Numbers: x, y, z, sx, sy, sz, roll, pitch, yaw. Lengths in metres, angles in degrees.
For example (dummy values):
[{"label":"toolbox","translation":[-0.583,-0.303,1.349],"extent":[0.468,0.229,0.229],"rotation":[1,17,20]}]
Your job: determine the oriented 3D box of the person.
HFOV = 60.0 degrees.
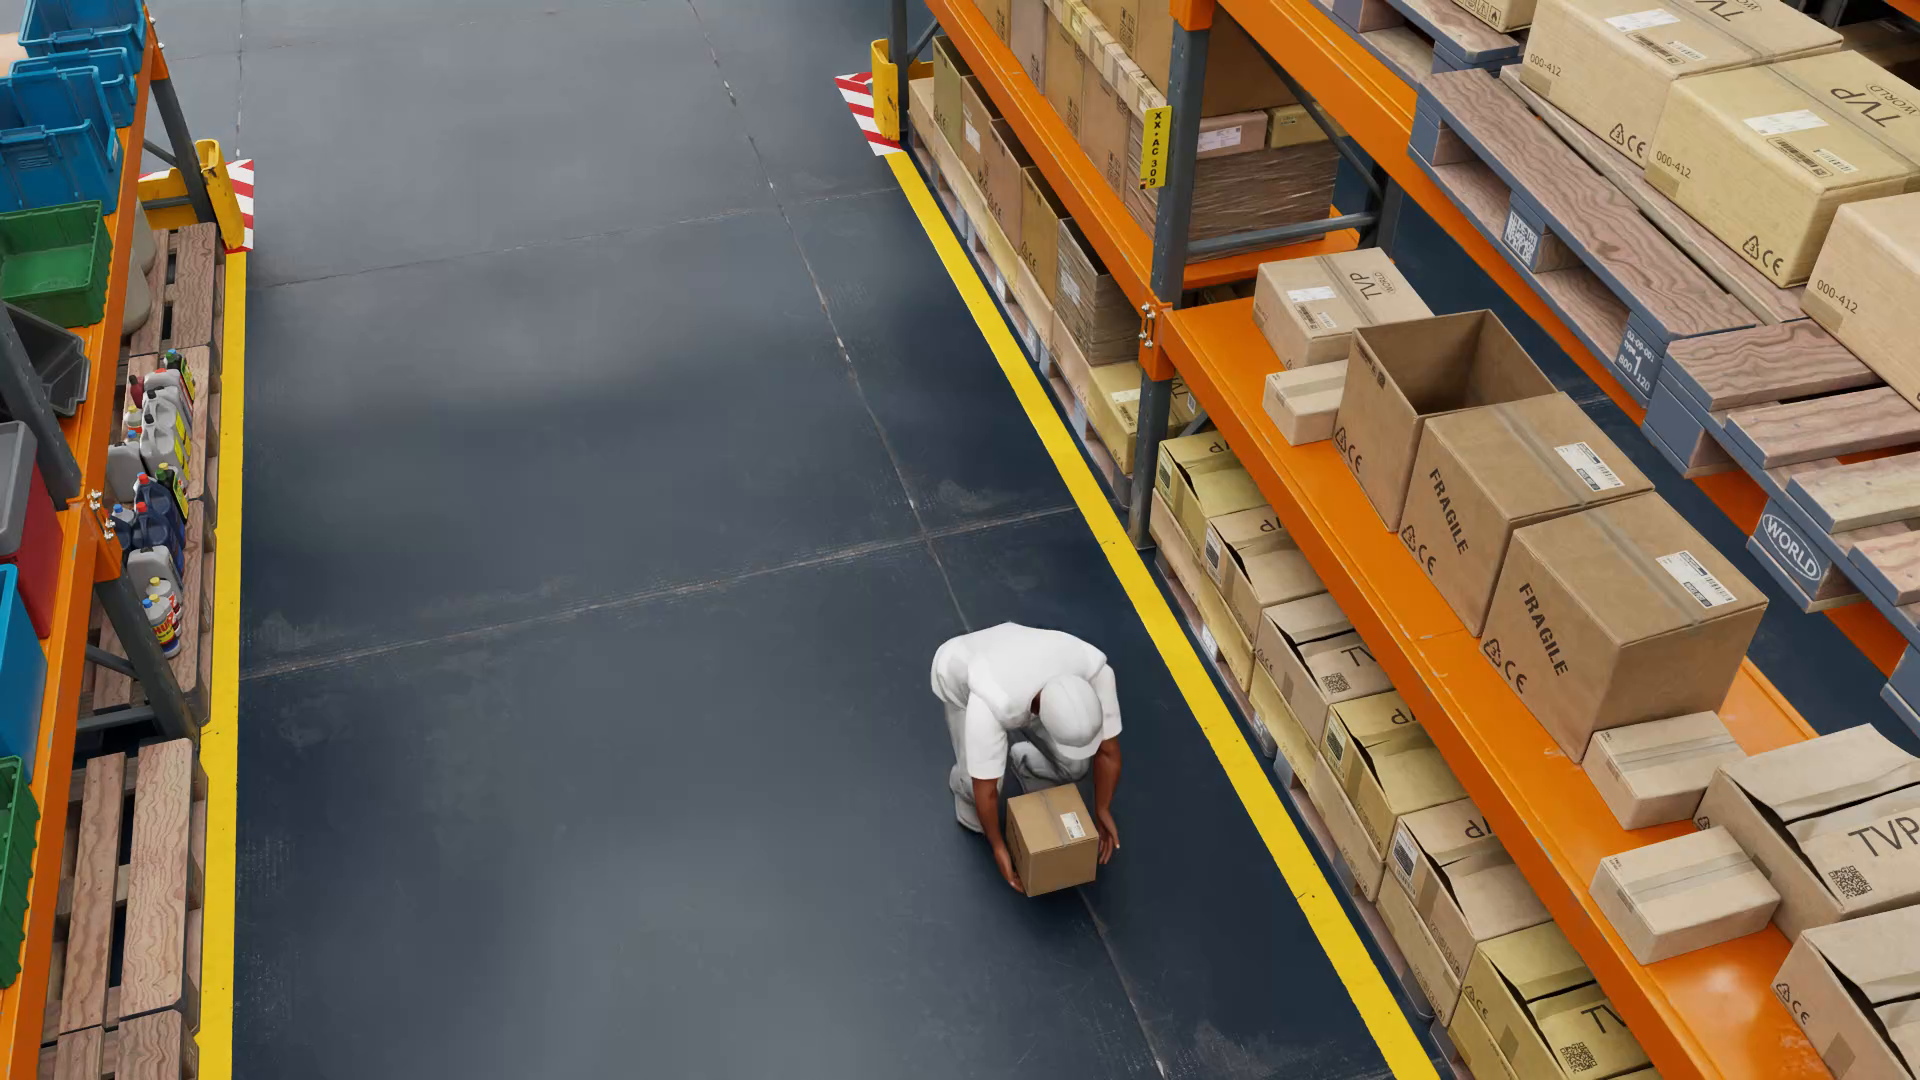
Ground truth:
[{"label":"person","translation":[0.246,0.670,5.955],"extent":[0.583,1.027,0.896],"rotation":[-13,44,-14]}]
